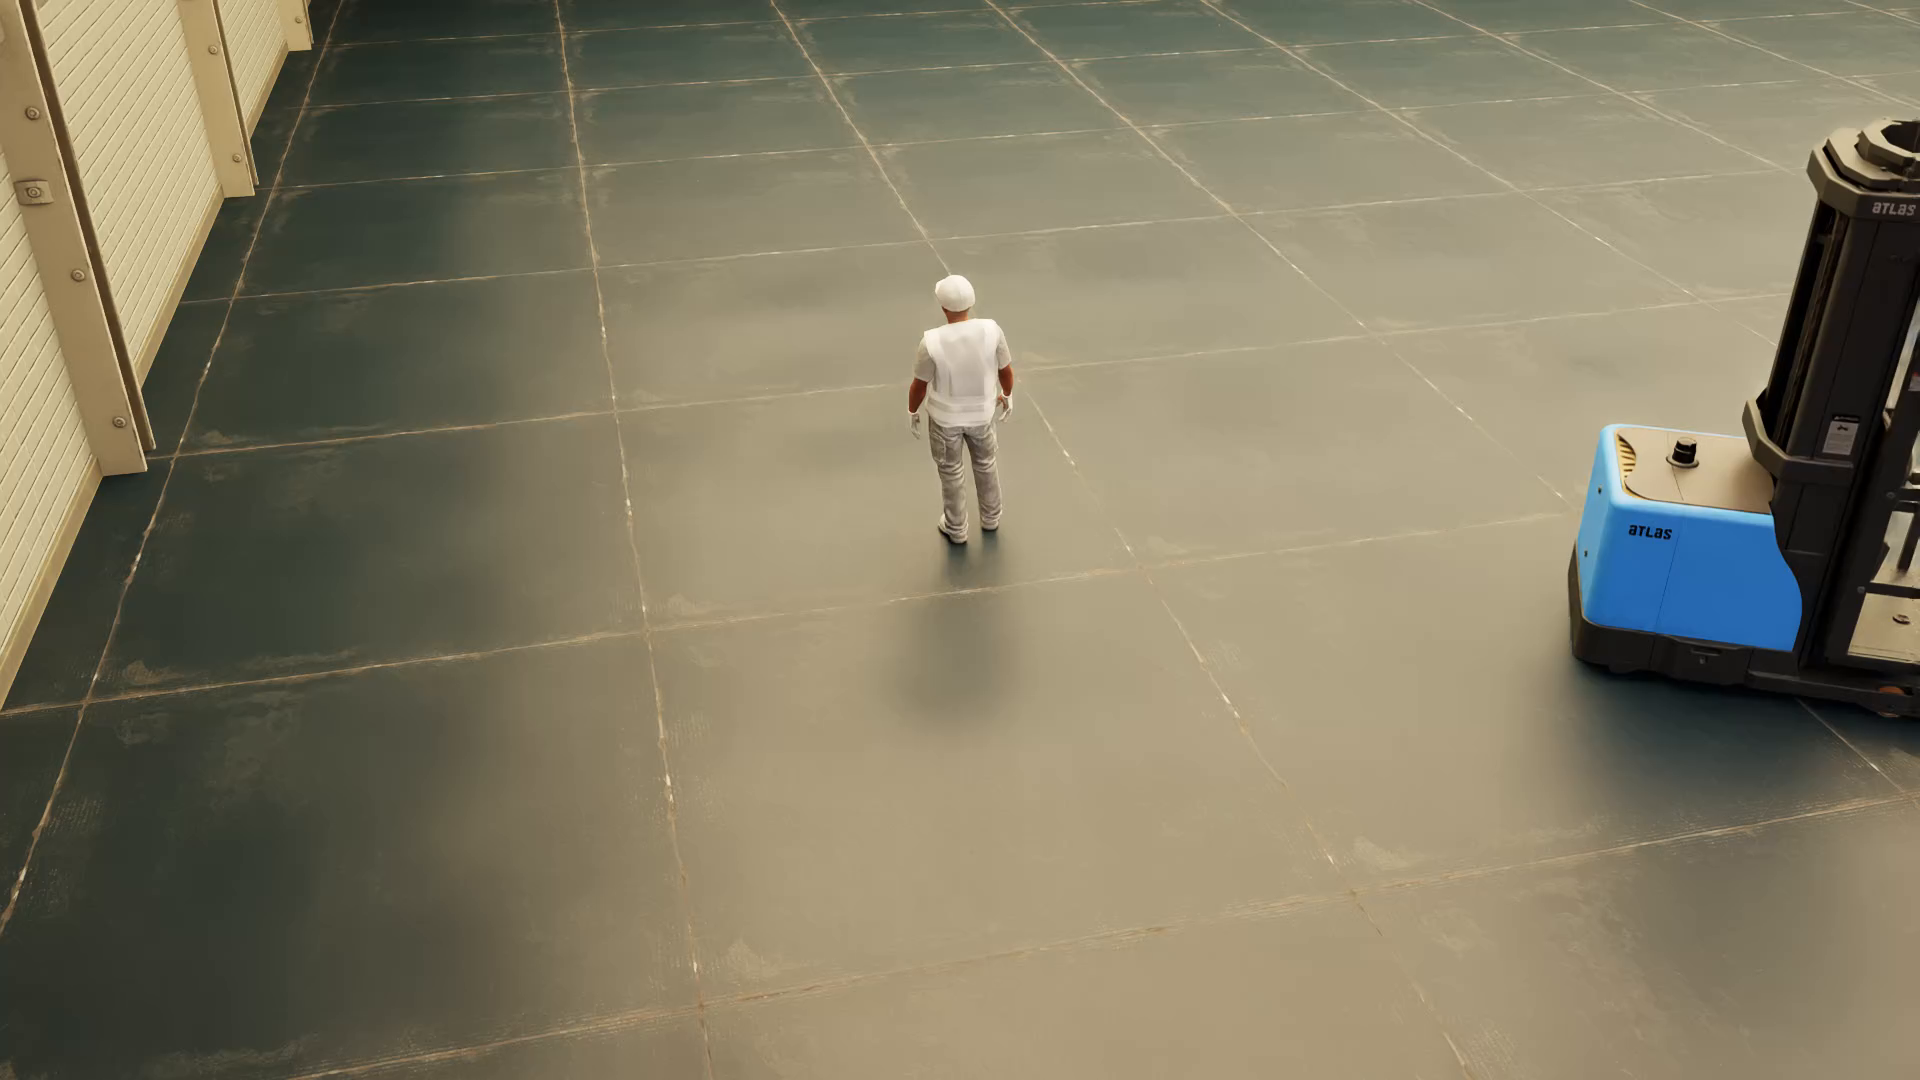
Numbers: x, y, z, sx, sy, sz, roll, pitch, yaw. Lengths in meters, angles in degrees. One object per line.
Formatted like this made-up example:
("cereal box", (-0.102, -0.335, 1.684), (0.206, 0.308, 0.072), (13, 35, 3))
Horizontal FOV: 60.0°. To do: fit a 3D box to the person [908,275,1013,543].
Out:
("person", (-0.010, -0.818, 10.119), (0.656, 1.782, 0.559), (-7, 31, -12))
